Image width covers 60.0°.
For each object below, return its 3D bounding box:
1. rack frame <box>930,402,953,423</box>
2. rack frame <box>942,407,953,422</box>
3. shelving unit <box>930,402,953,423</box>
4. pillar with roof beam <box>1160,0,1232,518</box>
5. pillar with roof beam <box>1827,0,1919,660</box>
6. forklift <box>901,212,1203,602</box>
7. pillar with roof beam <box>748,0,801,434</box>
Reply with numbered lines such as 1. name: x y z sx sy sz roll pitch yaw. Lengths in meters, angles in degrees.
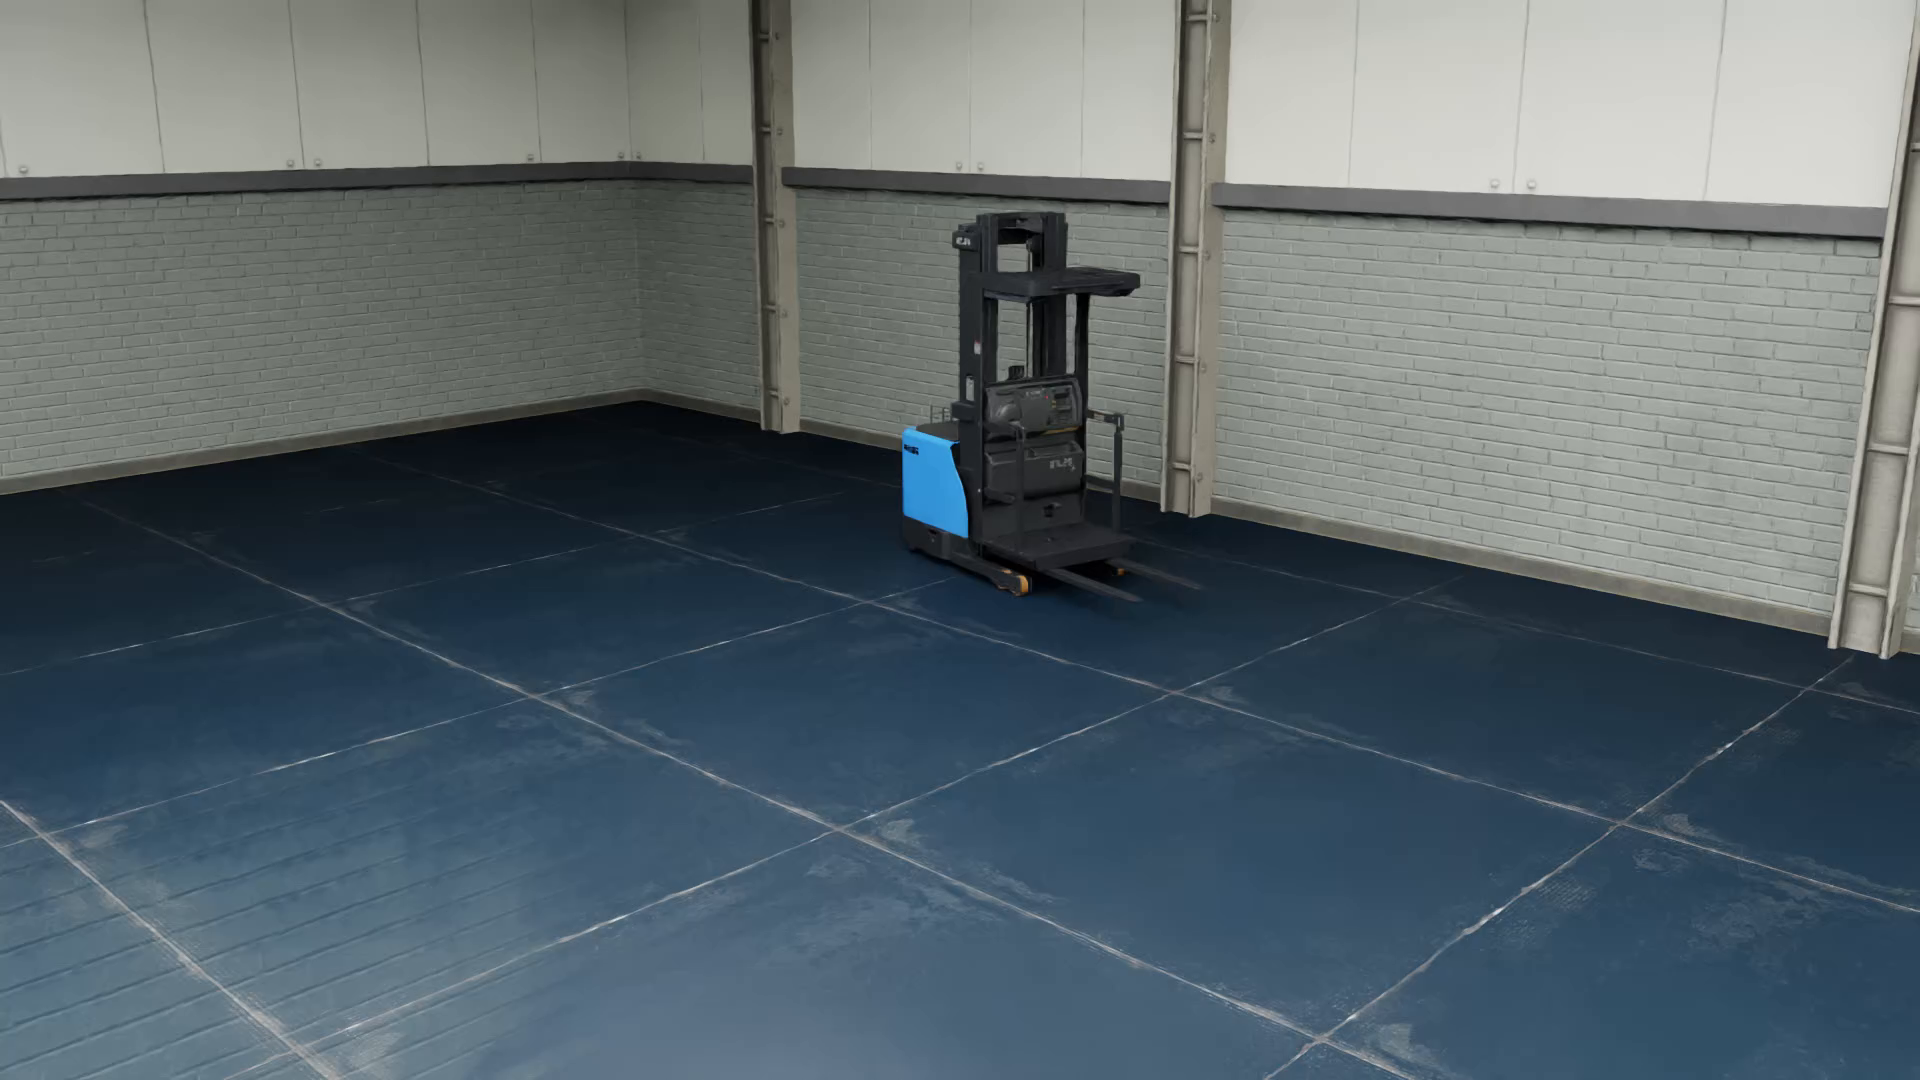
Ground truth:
1. rack frame: -0.163 -0.640 15.007 0.240 1.200 0.006 -10 17 -33
2. rack frame: -0.060 -0.601 14.861 0.240 1.200 0.006 -10 17 -33
3. shelving unit: -0.111 -0.621 14.934 0.258 1.200 0.189 -10 17 -33
4. pillar with roof beam: -0.819 -3.843 11.834 0.400 9.000 9.100 14 20 42
5. pillar with roof beam: 3.500 -2.793 7.804 0.400 9.000 9.100 14 20 42
6. forklift: 0.728 -1.110 13.379 1.130 2.935 3.031 -10 17 -33
7. pillar with roof beam: -5.139 -4.893 15.864 0.400 9.000 9.100 14 20 42
